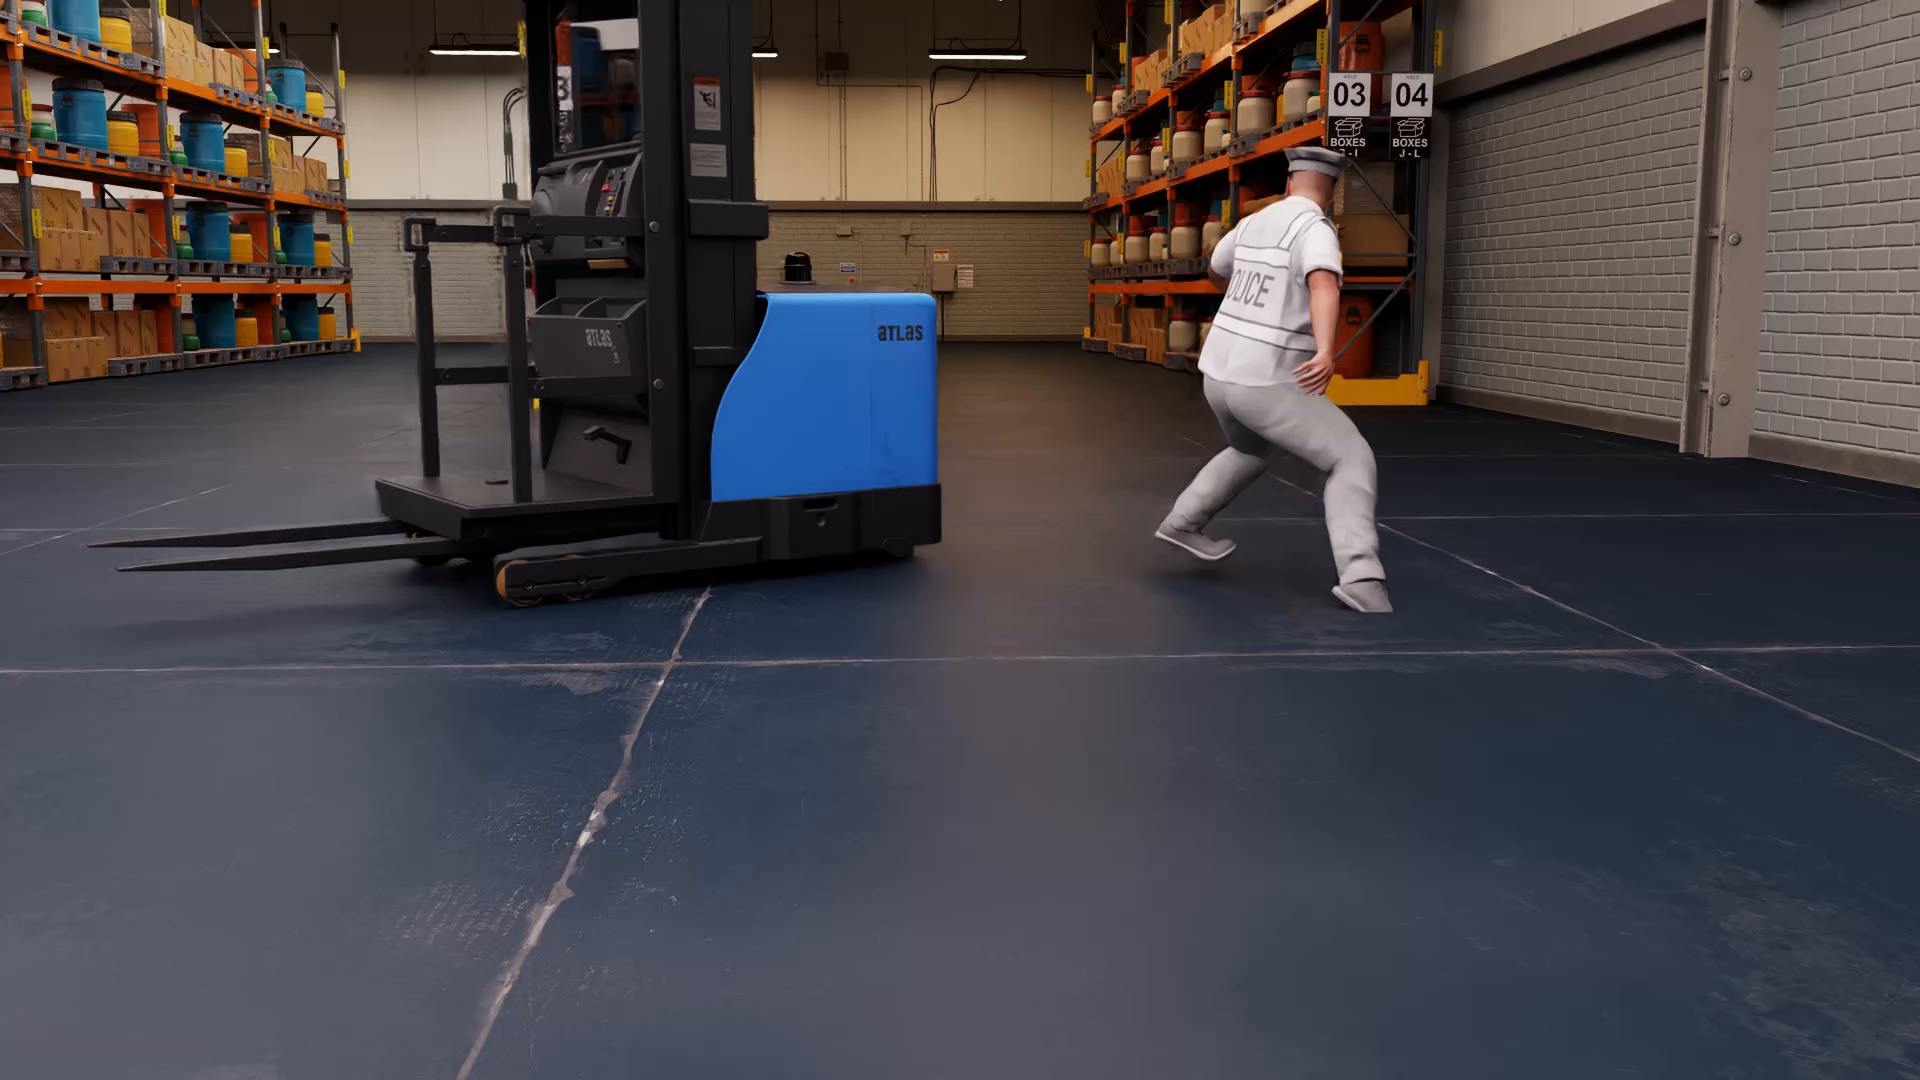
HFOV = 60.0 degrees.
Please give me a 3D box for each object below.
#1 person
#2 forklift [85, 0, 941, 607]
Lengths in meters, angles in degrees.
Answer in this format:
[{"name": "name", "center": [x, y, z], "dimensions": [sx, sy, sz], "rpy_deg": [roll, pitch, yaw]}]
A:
[{"name": "person", "center": [1.165, -0.542, 5.946], "dimensions": [0.552, 1.705, 1.150], "rpy_deg": [-2, 9, -16]}, {"name": "forklift", "center": [-1.576, -1.306, 6.124], "dimensions": [3.031, 2.935, 1.130], "rpy_deg": [-6, 10, -35]}]
